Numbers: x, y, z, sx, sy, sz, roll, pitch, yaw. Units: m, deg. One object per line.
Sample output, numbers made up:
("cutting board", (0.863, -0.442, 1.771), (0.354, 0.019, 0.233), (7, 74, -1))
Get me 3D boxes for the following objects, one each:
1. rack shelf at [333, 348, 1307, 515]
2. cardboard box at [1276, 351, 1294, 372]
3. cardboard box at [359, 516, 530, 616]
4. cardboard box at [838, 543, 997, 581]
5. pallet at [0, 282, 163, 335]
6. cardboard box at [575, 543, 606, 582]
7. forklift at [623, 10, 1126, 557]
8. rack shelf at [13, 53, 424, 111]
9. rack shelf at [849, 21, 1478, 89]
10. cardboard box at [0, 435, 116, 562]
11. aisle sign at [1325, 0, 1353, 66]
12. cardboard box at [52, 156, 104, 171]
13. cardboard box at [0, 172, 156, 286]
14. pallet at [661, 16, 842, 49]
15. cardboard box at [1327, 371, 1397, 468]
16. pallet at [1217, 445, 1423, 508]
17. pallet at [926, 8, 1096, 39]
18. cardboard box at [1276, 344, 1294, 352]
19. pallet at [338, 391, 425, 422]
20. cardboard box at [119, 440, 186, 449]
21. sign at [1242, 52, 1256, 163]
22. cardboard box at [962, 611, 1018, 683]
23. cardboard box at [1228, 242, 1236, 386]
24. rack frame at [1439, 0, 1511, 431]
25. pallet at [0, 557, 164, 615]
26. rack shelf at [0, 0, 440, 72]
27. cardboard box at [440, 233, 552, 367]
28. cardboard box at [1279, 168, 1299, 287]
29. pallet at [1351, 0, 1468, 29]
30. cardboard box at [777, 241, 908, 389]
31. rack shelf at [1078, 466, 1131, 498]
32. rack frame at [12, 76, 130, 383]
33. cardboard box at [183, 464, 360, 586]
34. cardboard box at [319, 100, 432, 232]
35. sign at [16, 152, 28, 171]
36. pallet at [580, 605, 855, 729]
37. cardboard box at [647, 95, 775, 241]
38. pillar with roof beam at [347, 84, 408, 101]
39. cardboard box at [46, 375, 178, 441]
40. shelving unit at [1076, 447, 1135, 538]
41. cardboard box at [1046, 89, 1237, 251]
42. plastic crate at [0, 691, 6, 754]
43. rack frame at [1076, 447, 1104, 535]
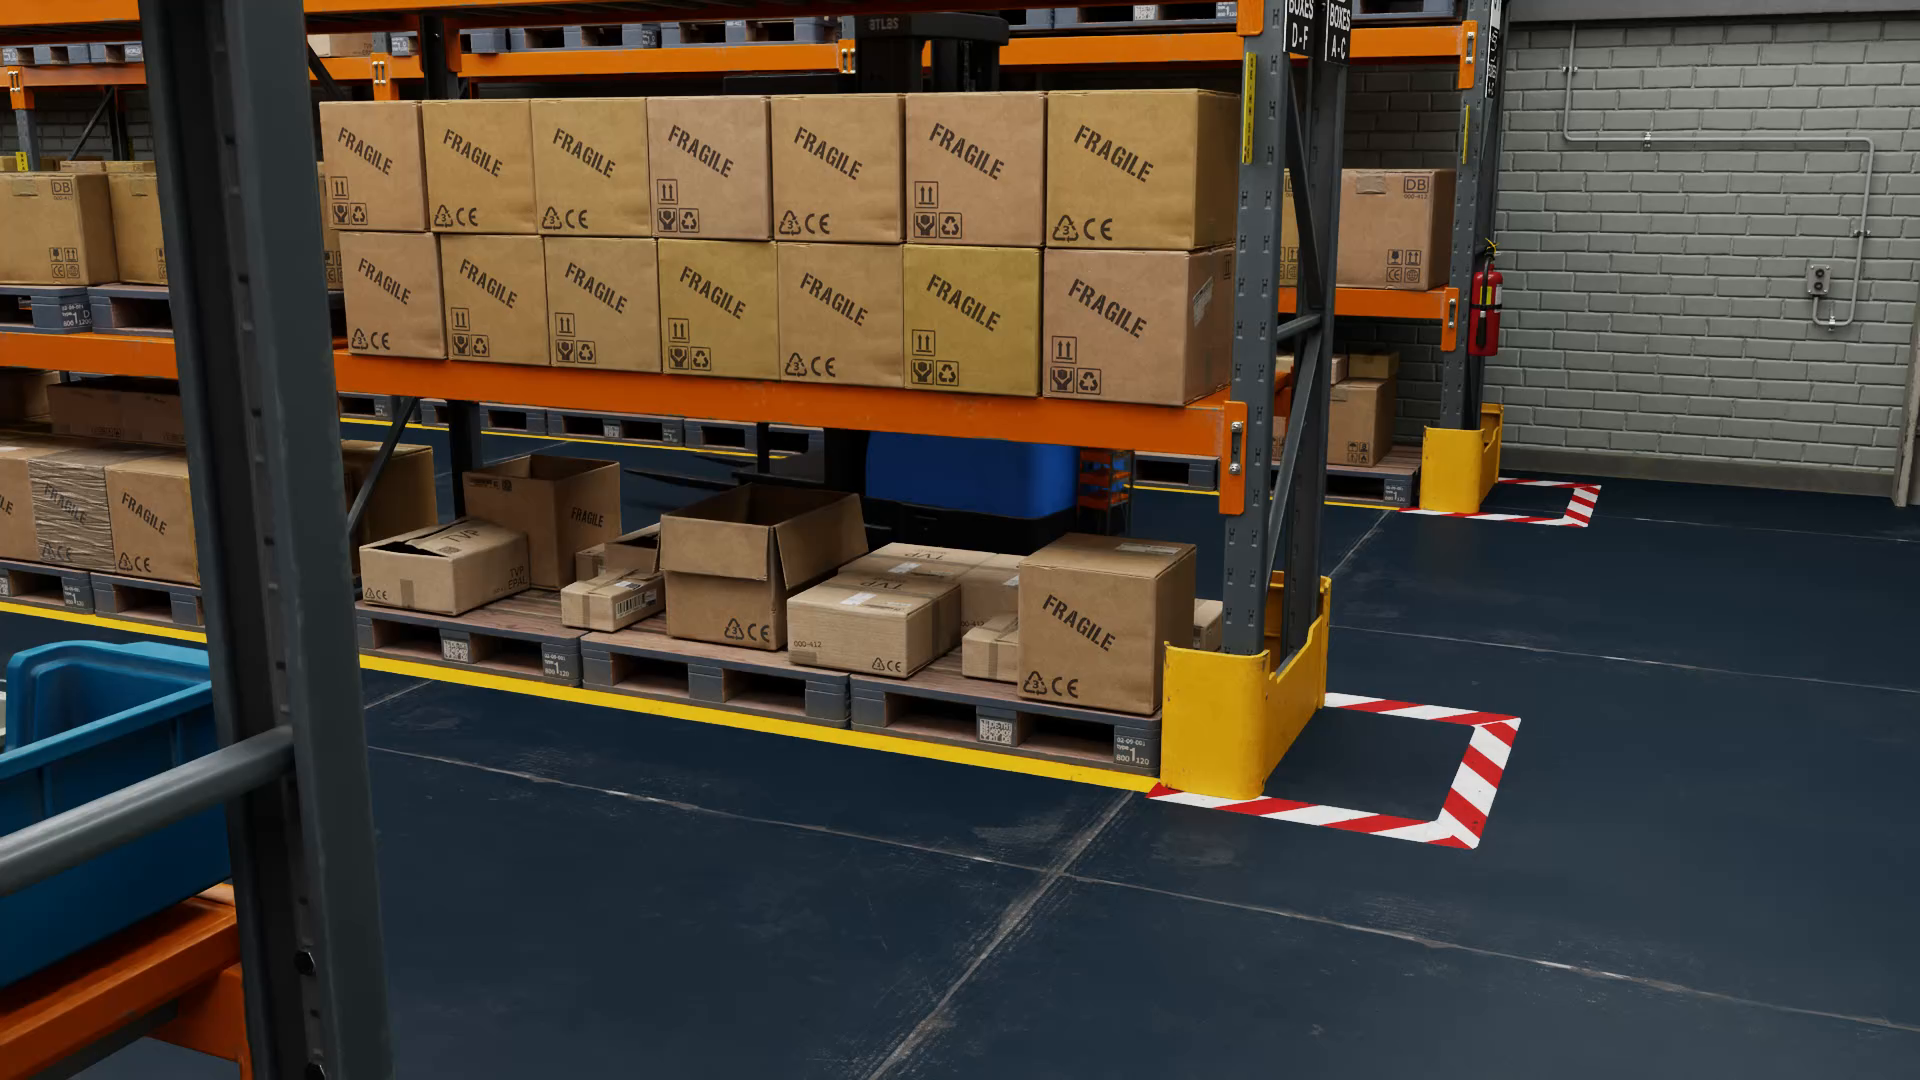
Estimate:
("rack shelf", (-0.700, -0.552, 6.614), (4.000, 0.370, 1.077), (6, 14, 23))
("cardboard box", (2.026, -1.096, 10.493), (0.250, 0.149, 0.380), (6, 15, 25))
("cardboard box", (-2.233, 0.092, 7.219), (0.500, 0.311, 0.500), (6, 14, 23))
("cardboard box", (-0.168, 0.206, 6.868), (0.500, 0.250, 0.500), (6, 14, 23))
("pallet", (-4.406, -1.185, 8.157), (1.213, 0.211, 1.003), (6, 14, 23))
("cardboard box", (-1.526, 0.103, 7.529), (0.250, 0.149, 0.380), (6, 14, 23))
("forklift", (-0.601, -1.511, 9.276), (3.031, 2.935, 1.130), (9, 16, 32))
("rack shelf", (-6.011, -3.787, 13.837), (4.000, 0.370, 1.077), (6, 14, 23))
("rack shelf", (1.303, -3.047, 10.682), (4.000, 0.370, 1.077), (6, 14, 23))
("cardboard box", (-4.469, -0.210, 8.094), (0.500, 0.500, 0.500), (5, 14, 21))
("aisle sign", (1.310, -2.037, 5.681), (0.004, 0.787, 0.394), (6, 14, 23))
("cardboard box", (-8.185, -3.251, 15.187), (0.500, 0.500, 0.500), (5, 14, 22))
("cardboard box", (-4.169, -1.491, 7.903), (0.500, 0.500, 0.700), (2, 13, 9))
("pallet", (-1.384, -3.564, 11.728), (1.217, 0.209, 0.805), (5, 14, 21))
("cardboard box", (2.451, -0.783, 10.579), (0.500, 0.500, 0.700), (6, 14, 23))
("pallet", (2.369, -0.452, 10.718), (1.213, 0.211, 1.003), (6, 14, 23))
("pallet", (0.218, -3.461, 11.067), (1.213, 0.211, 1.003), (6, 14, 23))
("cardboard box", (2.183, -1.176, 10.832), (0.250, 0.149, 0.380), (6, 14, 23))
("pallet", (-4.897, -1.207, 13.937), (1.213, 0.211, 1.003), (6, 14, 23))
("cardboard box", (-3.818, -0.275, 8.368), (0.500, 0.500, 0.500), (6, 14, 24))
("sign", (0.885, -1.320, 5.089), (0.005, 0.325, 0.100), (6, 14, 23))
("cardboard box", (0.198, 0.393, 6.252), (0.250, 0.166, 0.380), (6, 14, 23))
("cardboard box", (0.830, -0.862, 6.142), (0.500, 0.500, 0.500), (6, 15, 24))
("rack frame", (3.132, -1.752, 10.154), (0.127, 3.000, 1.000), (6, 14, 23))
("pallet", (-4.407, 0.091, 8.406), (1.213, 0.211, 1.003), (6, 14, 23))
("rack shelf", (-4.357, -2.382, 7.849), (4.000, 0.370, 1.077), (6, 14, 23))
("cardboard box", (-1.704, -0.985, 6.667), (0.500, 0.500, 0.500), (6, 15, 24))
("cardboard box", (1.991, -2.008, 10.589), (0.700, 0.700, 0.980), (6, 14, 23))
("pallet", (2.449, -3.235, 10.105), (1.213, 0.211, 1.003), (6, 14, 23))
("cardboard box", (-0.321, -0.845, 6.069), (0.500, 0.500, 0.500), (6, 14, 24))
("rack shelf", (0.758, -0.303, 8.622), (0.180, 0.103, 0.258), (13, 18, 34))
("rack frame", (-7.840, -2.862, 14.886), (0.127, 3.000, 1.000), (6, 14, 23))
("cardboard box", (-3.096, -0.070, 7.495), (0.500, 0.500, 0.500), (6, 14, 23))
("cardboard box", (-2.212, -1.520, 6.759), (0.500, 0.500, 0.500), (6, 15, 25))
("sign", (-8.053, -3.170, 14.301), (0.005, 0.325, 0.100), (6, 14, 23))
("pallet", (-0.782, 0.447, 6.888), (1.213, 0.211, 1.003), (6, 14, 23))
("cardboard box", (-0.798, -1.377, 6.150), (0.500, 0.500, 0.500), (6, 15, 25))
("pillar with roof beam", (-6.765, -4.814, 10.074), (0.400, 9.000, 9.100), (6, 14, 23))
("cardboard box", (-4.245, -0.684, 8.470), (0.500, 0.250, 0.500), (5, 14, 22))
("shelving unit", (0.764, -0.462, 8.580), (0.189, 1.200, 0.258), (13, 18, 34))
("cardboard box", (0.610, -1.236, 5.548), (0.500, 0.500, 0.500), (6, 14, 23))
("plastic crate", (-1.233, 0.278, 1.950), (0.298, 0.136, 0.250), (6, 14, 23))
("rack frame", (0.690, -0.479, 8.631), (0.006, 1.200, 0.240), (13, 18, 34))
